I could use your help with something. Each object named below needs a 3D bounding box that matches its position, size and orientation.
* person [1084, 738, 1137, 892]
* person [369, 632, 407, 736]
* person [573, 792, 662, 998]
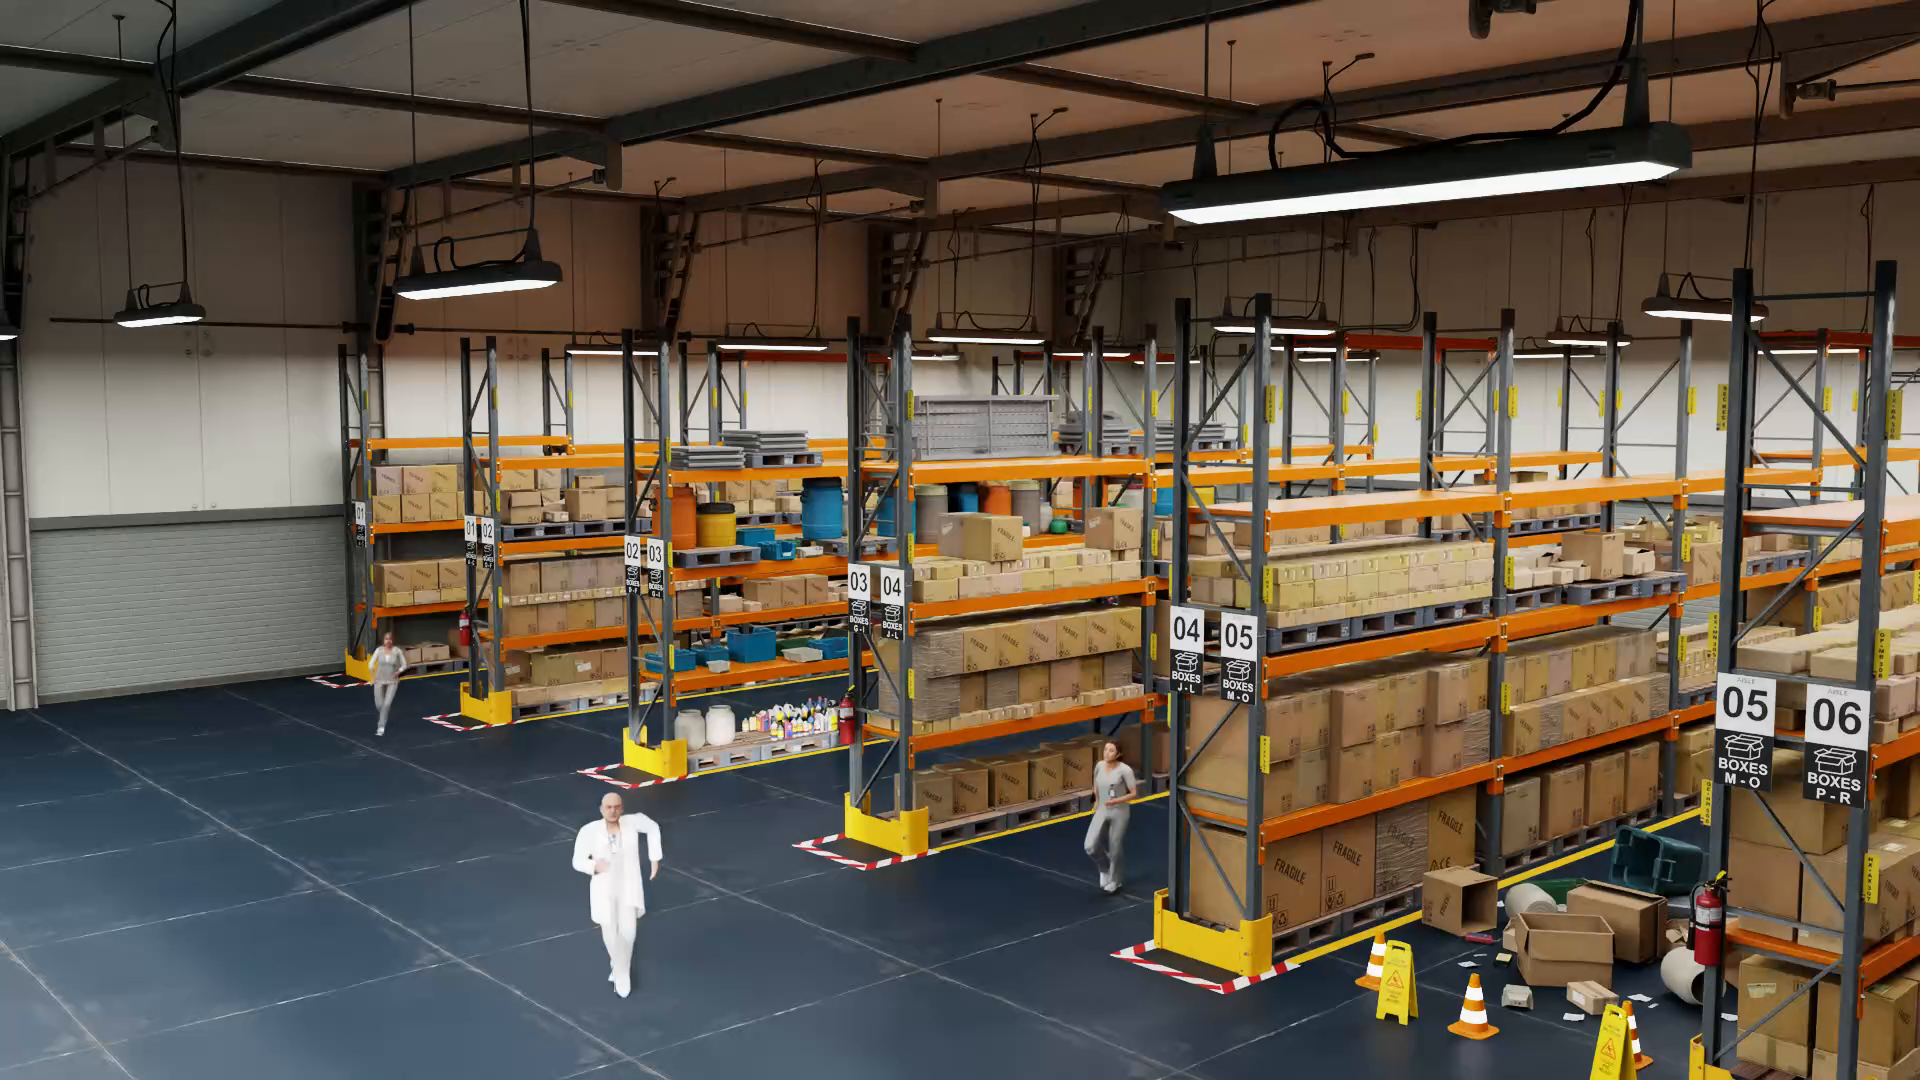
[{"bbox_3d":[1.543,2.823,16.996,0.564,1.627,0.613,3,6,31],"label":"person"},{"bbox_3d":[-8.656,2.154,25.179,0.555,1.550,0.587,-1,5,-13],"label":"person"},{"bbox_3d":[-2.912,3.010,14.223,0.738,1.767,0.884,-1,5,-12],"label":"person"}]
